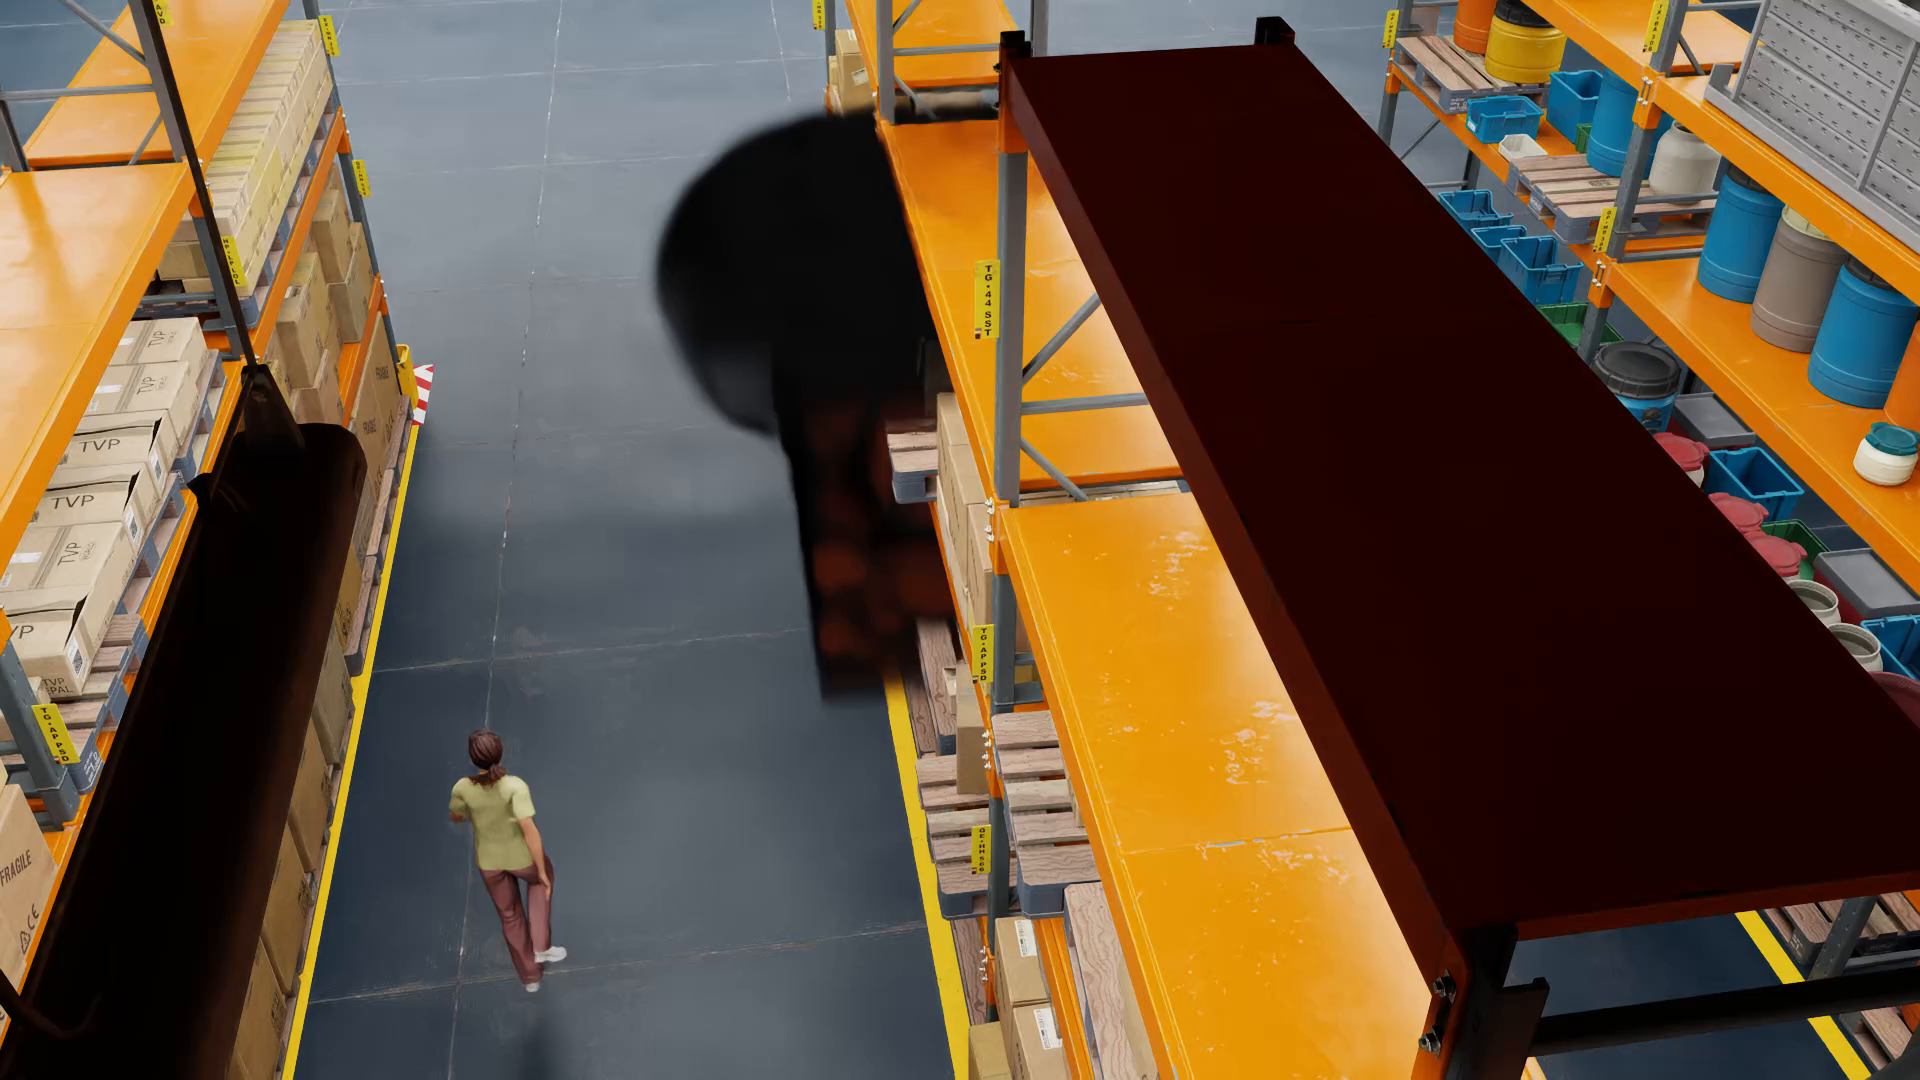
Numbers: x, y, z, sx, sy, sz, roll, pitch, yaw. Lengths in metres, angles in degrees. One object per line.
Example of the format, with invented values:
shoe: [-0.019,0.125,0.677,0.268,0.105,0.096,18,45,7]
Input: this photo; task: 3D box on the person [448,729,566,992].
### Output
person: [-2.506,1.736,9.226,0.571,1.644,0.726,-2,36,-3]
